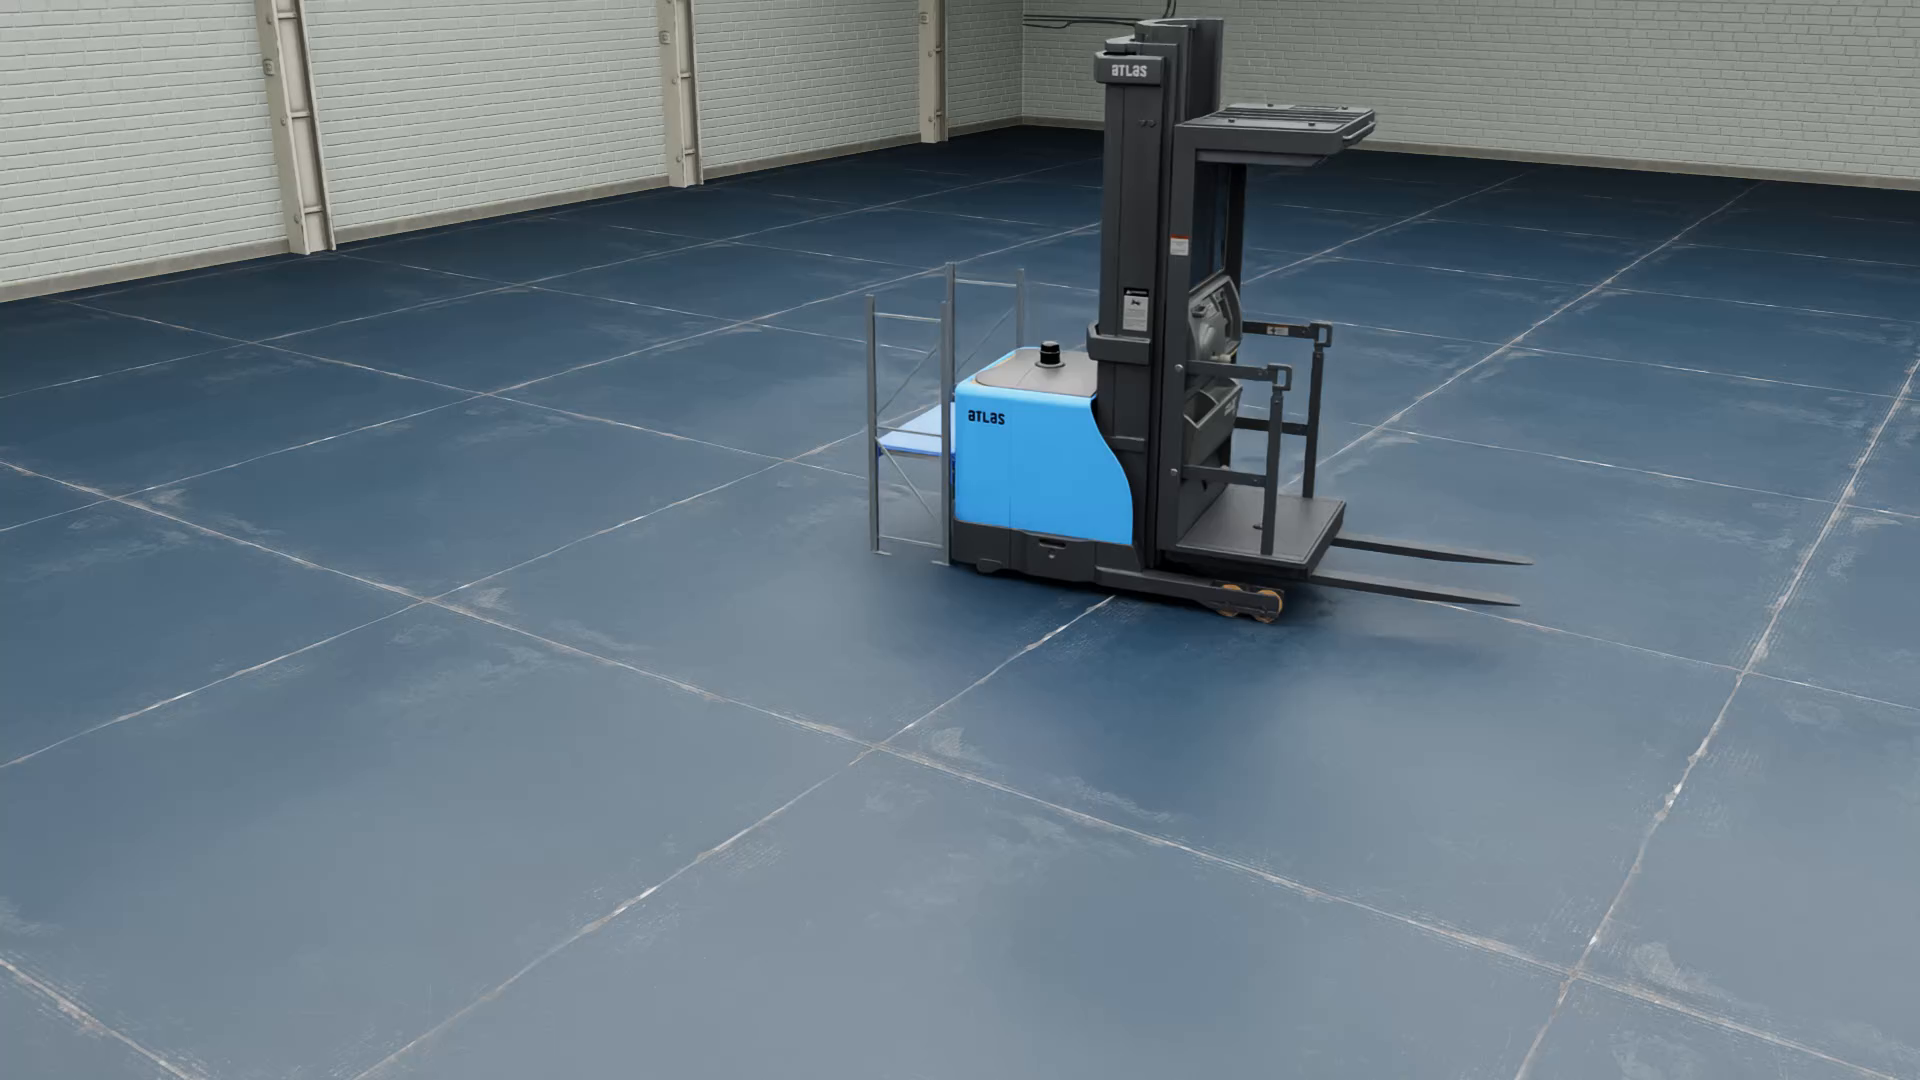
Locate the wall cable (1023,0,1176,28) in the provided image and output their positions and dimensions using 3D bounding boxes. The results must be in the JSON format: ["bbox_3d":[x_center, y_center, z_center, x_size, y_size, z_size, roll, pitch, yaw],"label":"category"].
[{"bbox_3d":[2.314,-10.007,28.322,3.097,2.526,0.112,13,24,32],"label":"wall cable"}]

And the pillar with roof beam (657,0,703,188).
[{"bbox_3d":[-0.248,-8.314,19.271,9.100,9.000,0.400,13,24,32],"label":"pillar with roof beam"}]

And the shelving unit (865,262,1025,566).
[{"bbox_3d":[-0.067,-0.756,9.647,0.538,1.500,1.048,9,22,24],"label":"shelving unit"}]

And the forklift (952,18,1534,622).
[{"bbox_3d":[1.524,-1.158,8.669,3.031,2.935,1.130,8,22,22],"label":"forklift"}]

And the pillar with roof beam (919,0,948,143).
[{"bbox_3d":[3.125,-10.036,23.926,9.100,9.000,0.400,13,24,32],"label":"pillar with roof beam"}]

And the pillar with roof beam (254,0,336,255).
[{"bbox_3d":[-3.621,-6.593,14.617,9.100,9.000,0.400,13,24,32],"label":"pillar with roof beam"}]

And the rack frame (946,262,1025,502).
[{"bbox_3d":[0.150,-0.916,10.079,0.500,1.500,0.032,9,22,24],"label":"rack frame"}]

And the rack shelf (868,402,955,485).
[{"bbox_3d":[-0.067,-0.588,9.710,0.538,0.185,1.000,9,22,24],"label":"rack shelf"}]

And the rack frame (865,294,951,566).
[{"bbox_3d":[-0.283,-0.597,9.216,0.500,1.500,0.032,9,22,24],"label":"rack frame"}]
